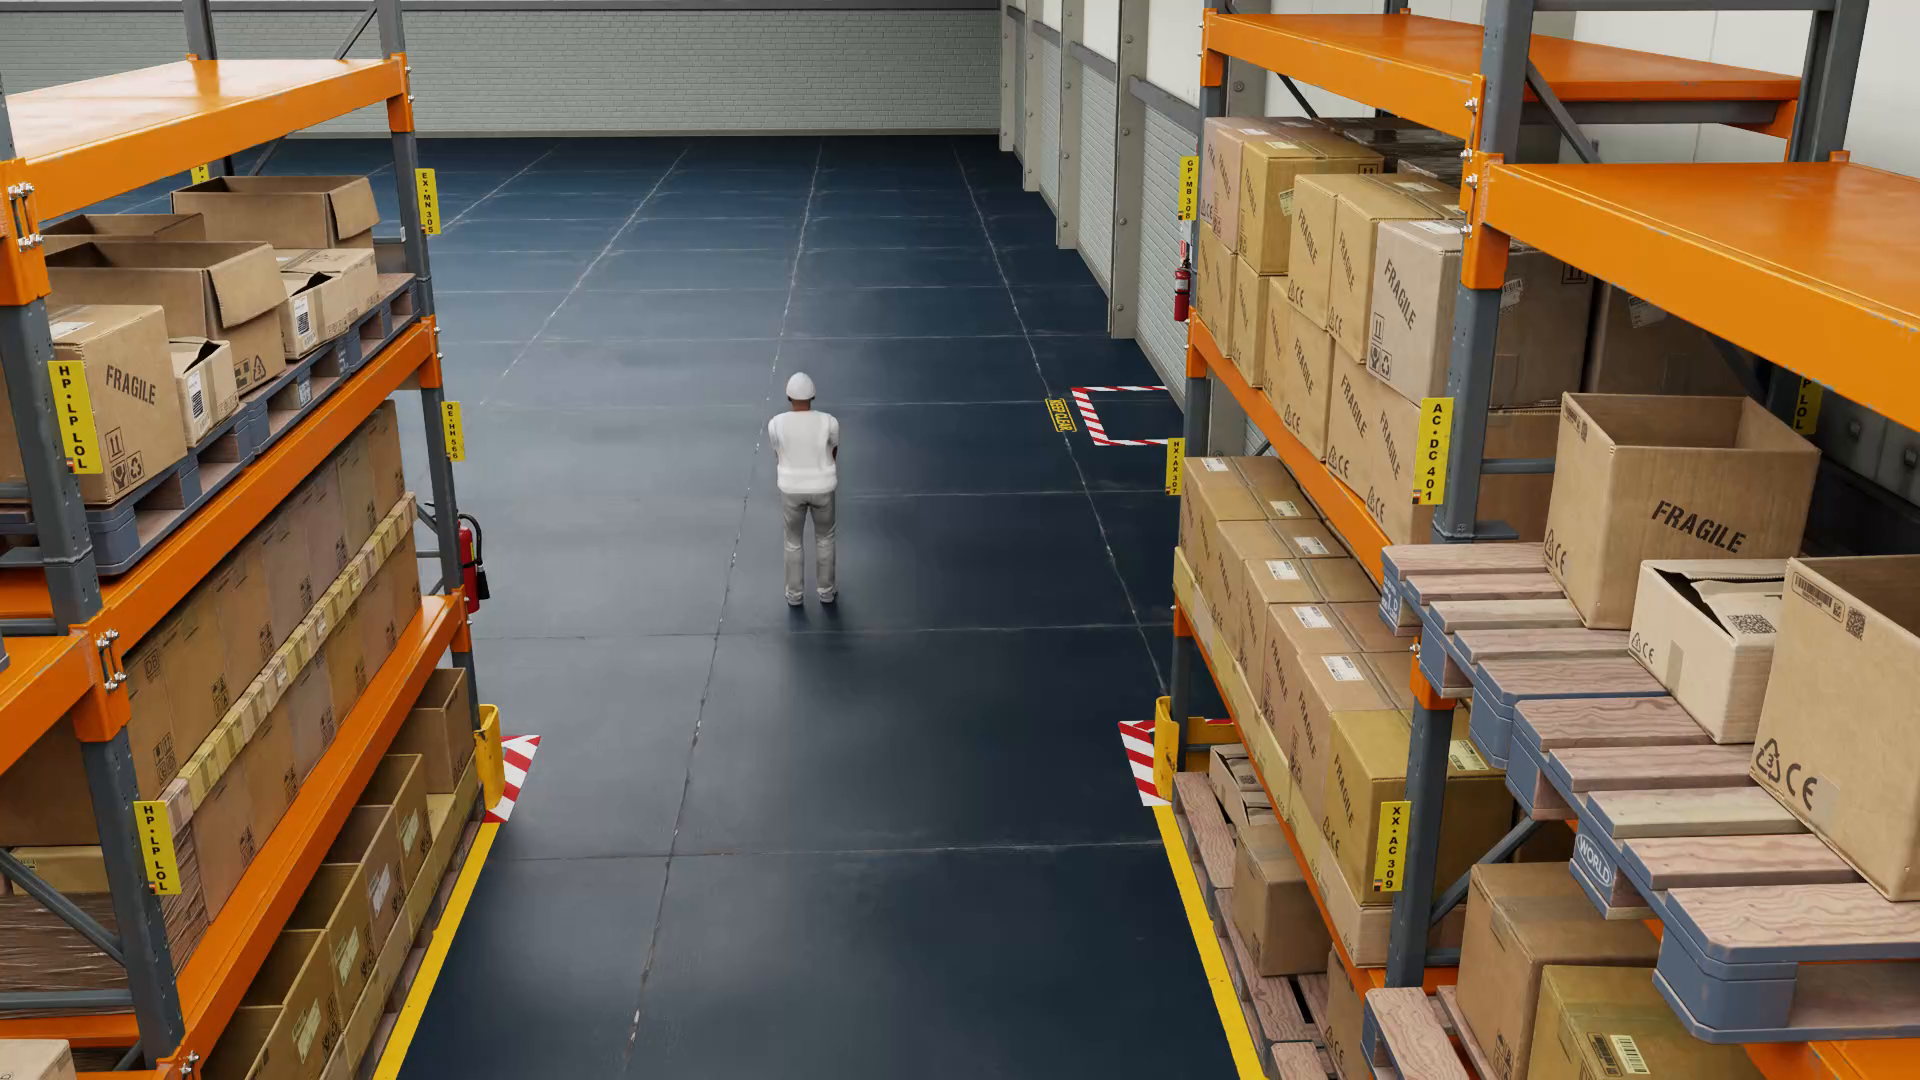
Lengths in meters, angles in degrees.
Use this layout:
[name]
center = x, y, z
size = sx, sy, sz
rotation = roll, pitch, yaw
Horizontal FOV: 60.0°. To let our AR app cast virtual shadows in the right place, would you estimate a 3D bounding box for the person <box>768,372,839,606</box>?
[person]
center = -1.120, -0.404, 12.145
size = 0.502, 1.762, 0.586
rotation = -1, 20, -3
